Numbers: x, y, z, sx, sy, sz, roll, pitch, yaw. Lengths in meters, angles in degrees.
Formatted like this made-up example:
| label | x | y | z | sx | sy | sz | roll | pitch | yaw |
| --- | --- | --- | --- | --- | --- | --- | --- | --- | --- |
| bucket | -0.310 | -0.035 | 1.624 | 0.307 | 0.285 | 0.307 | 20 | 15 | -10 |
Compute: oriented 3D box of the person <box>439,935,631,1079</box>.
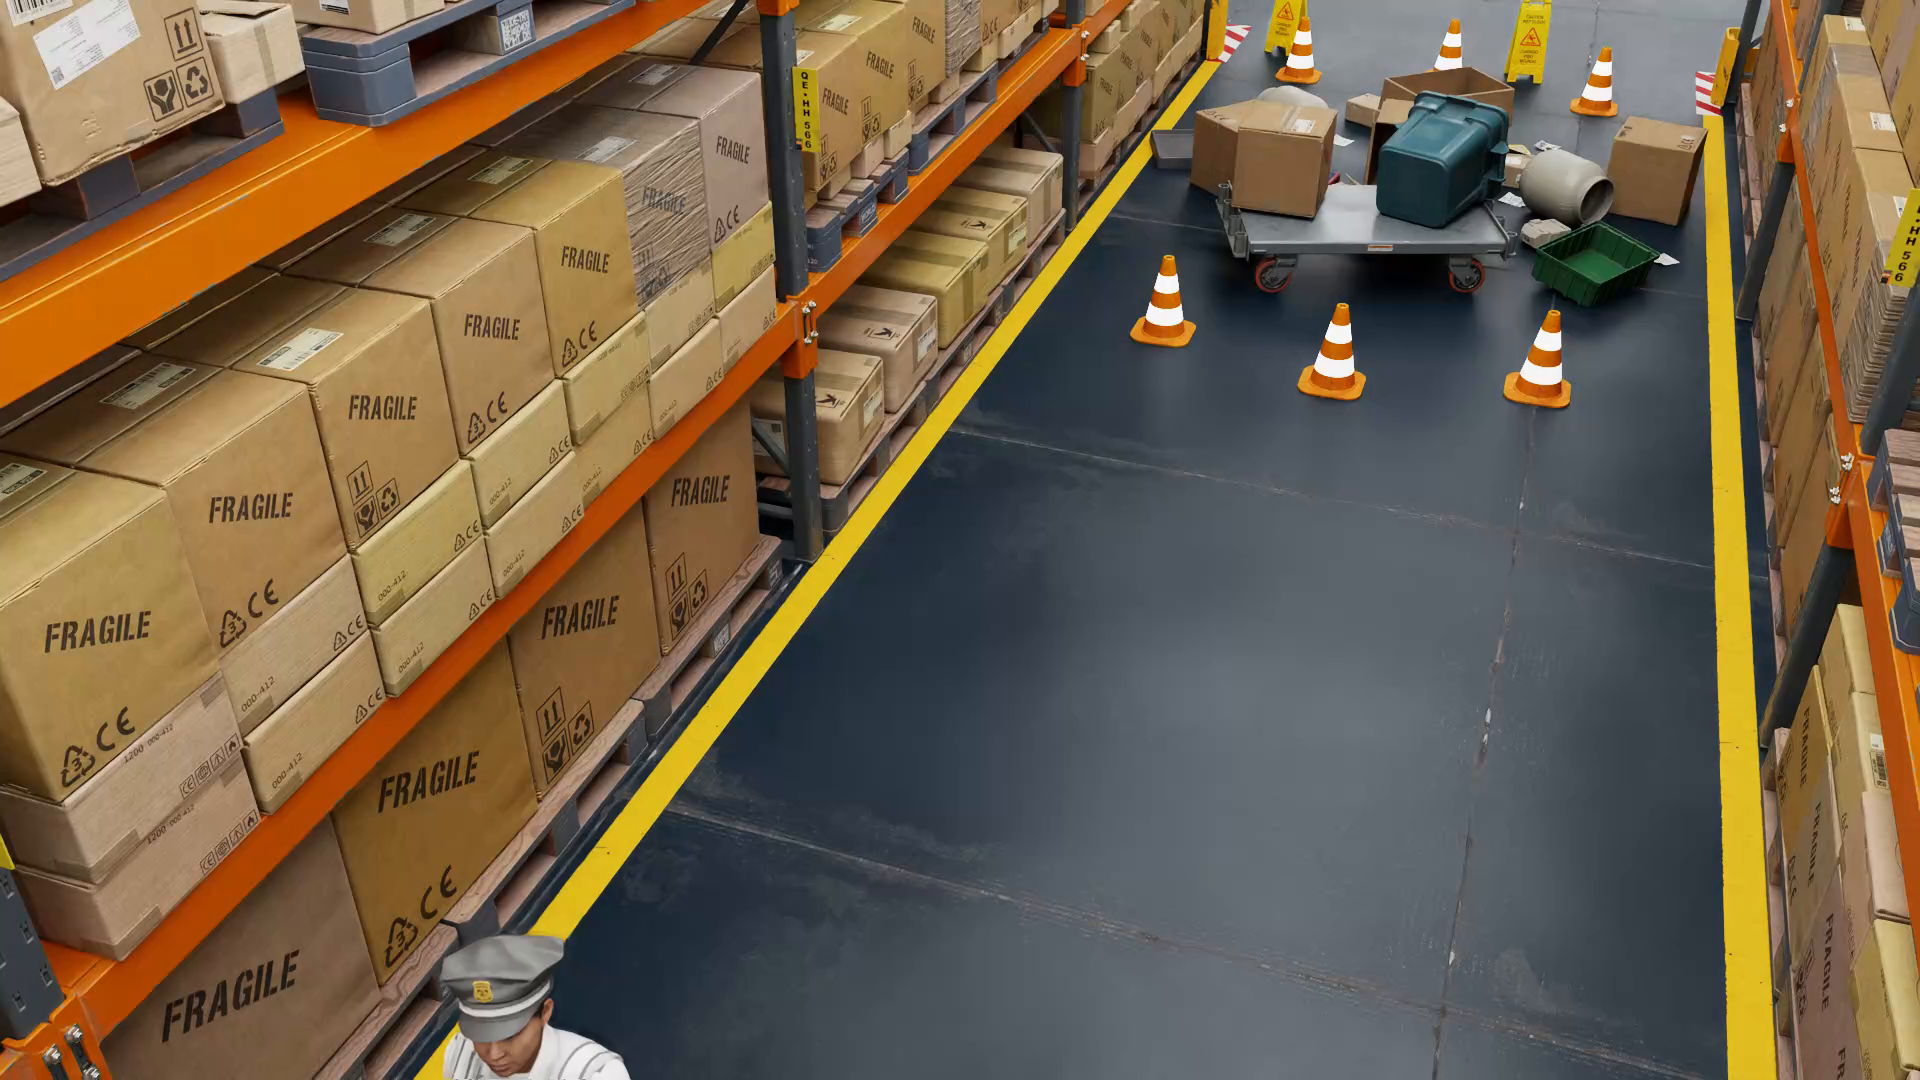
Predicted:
| label | x | y | z | sx | sy | sz | roll | pitch | yaw |
| --- | --- | --- | --- | --- | --- | --- | --- | --- | --- |
| person | -0.898 | 1.524 | 3.768 | 0.485 | 1.679 | 0.524 | 10 | 35 | 15 |
